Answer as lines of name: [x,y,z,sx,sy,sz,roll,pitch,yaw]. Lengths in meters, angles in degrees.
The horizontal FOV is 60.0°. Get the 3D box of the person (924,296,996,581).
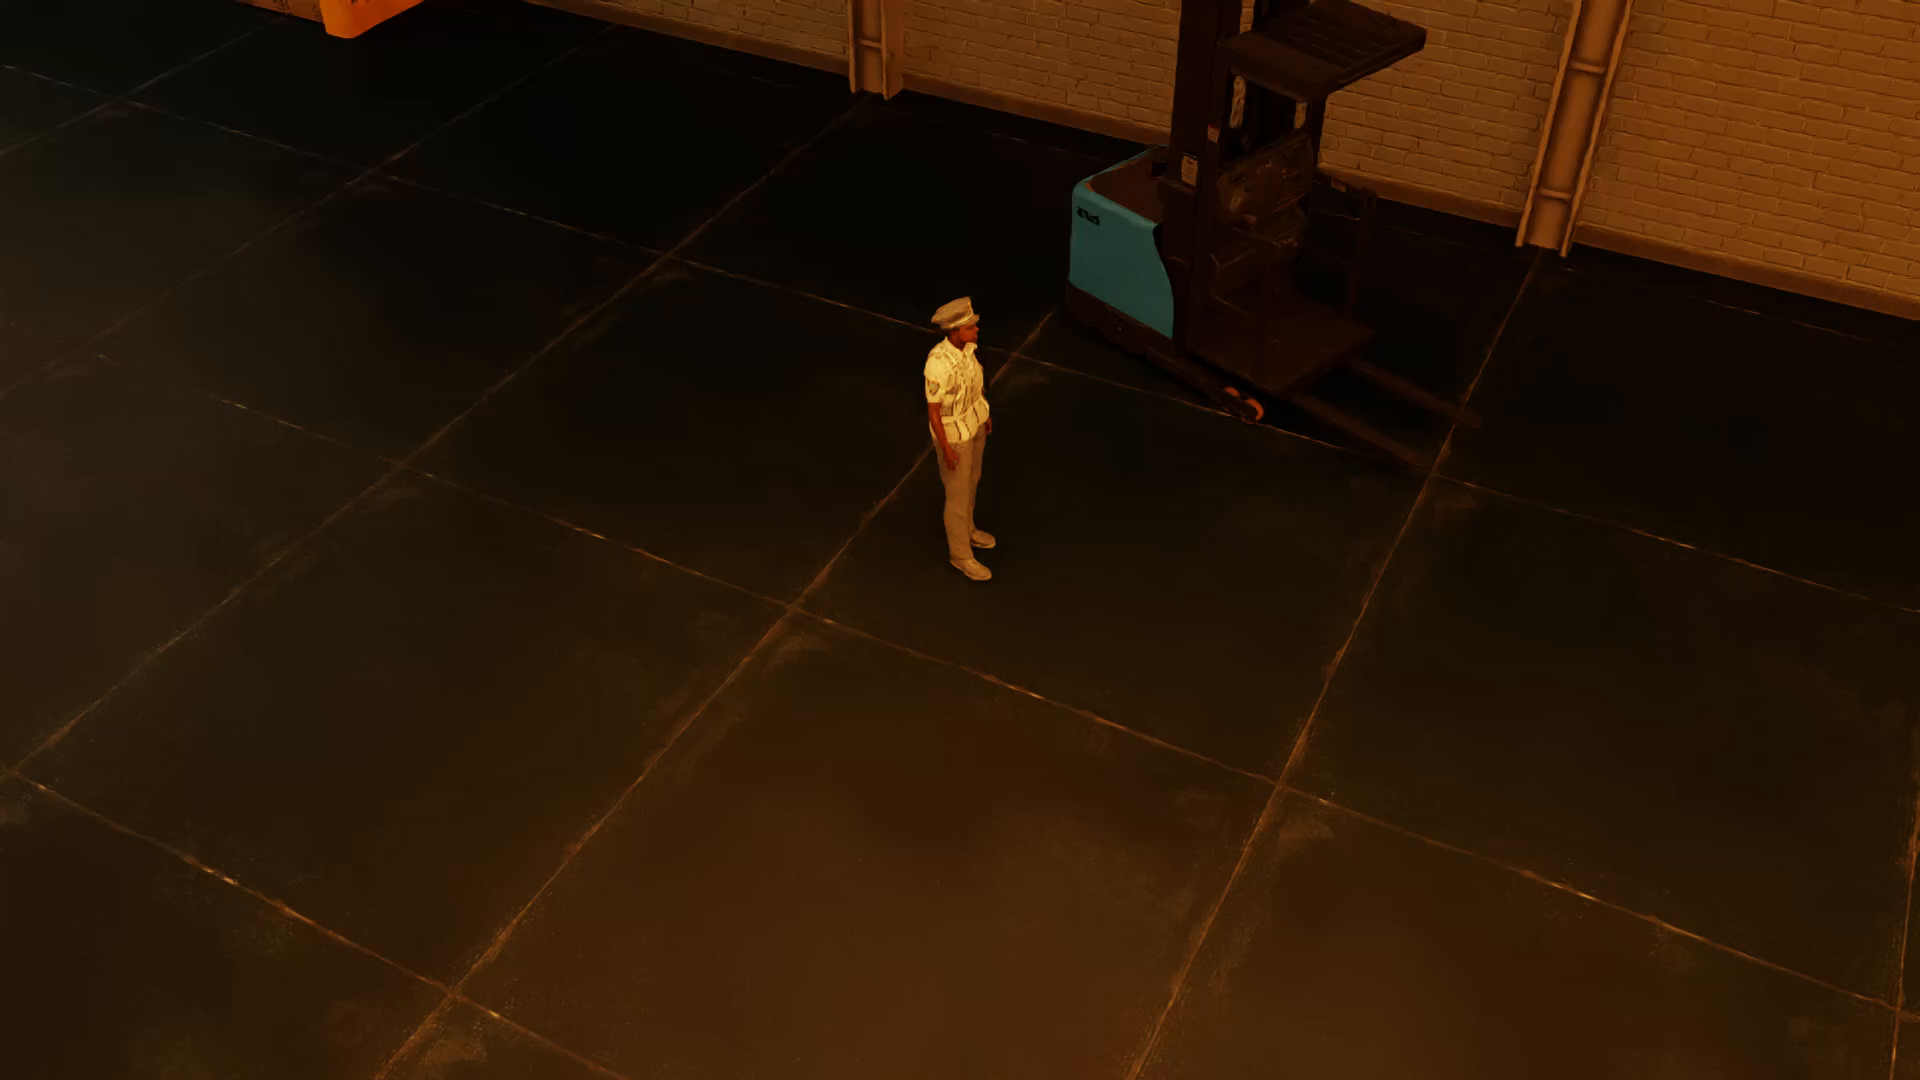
person: [0.058,-0.620,9.671,0.529,1.695,0.570,18,43,21]

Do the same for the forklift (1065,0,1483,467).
forklift: [2.133,-2.278,10.692,1.130,2.935,3.031,-31,49,-31]
